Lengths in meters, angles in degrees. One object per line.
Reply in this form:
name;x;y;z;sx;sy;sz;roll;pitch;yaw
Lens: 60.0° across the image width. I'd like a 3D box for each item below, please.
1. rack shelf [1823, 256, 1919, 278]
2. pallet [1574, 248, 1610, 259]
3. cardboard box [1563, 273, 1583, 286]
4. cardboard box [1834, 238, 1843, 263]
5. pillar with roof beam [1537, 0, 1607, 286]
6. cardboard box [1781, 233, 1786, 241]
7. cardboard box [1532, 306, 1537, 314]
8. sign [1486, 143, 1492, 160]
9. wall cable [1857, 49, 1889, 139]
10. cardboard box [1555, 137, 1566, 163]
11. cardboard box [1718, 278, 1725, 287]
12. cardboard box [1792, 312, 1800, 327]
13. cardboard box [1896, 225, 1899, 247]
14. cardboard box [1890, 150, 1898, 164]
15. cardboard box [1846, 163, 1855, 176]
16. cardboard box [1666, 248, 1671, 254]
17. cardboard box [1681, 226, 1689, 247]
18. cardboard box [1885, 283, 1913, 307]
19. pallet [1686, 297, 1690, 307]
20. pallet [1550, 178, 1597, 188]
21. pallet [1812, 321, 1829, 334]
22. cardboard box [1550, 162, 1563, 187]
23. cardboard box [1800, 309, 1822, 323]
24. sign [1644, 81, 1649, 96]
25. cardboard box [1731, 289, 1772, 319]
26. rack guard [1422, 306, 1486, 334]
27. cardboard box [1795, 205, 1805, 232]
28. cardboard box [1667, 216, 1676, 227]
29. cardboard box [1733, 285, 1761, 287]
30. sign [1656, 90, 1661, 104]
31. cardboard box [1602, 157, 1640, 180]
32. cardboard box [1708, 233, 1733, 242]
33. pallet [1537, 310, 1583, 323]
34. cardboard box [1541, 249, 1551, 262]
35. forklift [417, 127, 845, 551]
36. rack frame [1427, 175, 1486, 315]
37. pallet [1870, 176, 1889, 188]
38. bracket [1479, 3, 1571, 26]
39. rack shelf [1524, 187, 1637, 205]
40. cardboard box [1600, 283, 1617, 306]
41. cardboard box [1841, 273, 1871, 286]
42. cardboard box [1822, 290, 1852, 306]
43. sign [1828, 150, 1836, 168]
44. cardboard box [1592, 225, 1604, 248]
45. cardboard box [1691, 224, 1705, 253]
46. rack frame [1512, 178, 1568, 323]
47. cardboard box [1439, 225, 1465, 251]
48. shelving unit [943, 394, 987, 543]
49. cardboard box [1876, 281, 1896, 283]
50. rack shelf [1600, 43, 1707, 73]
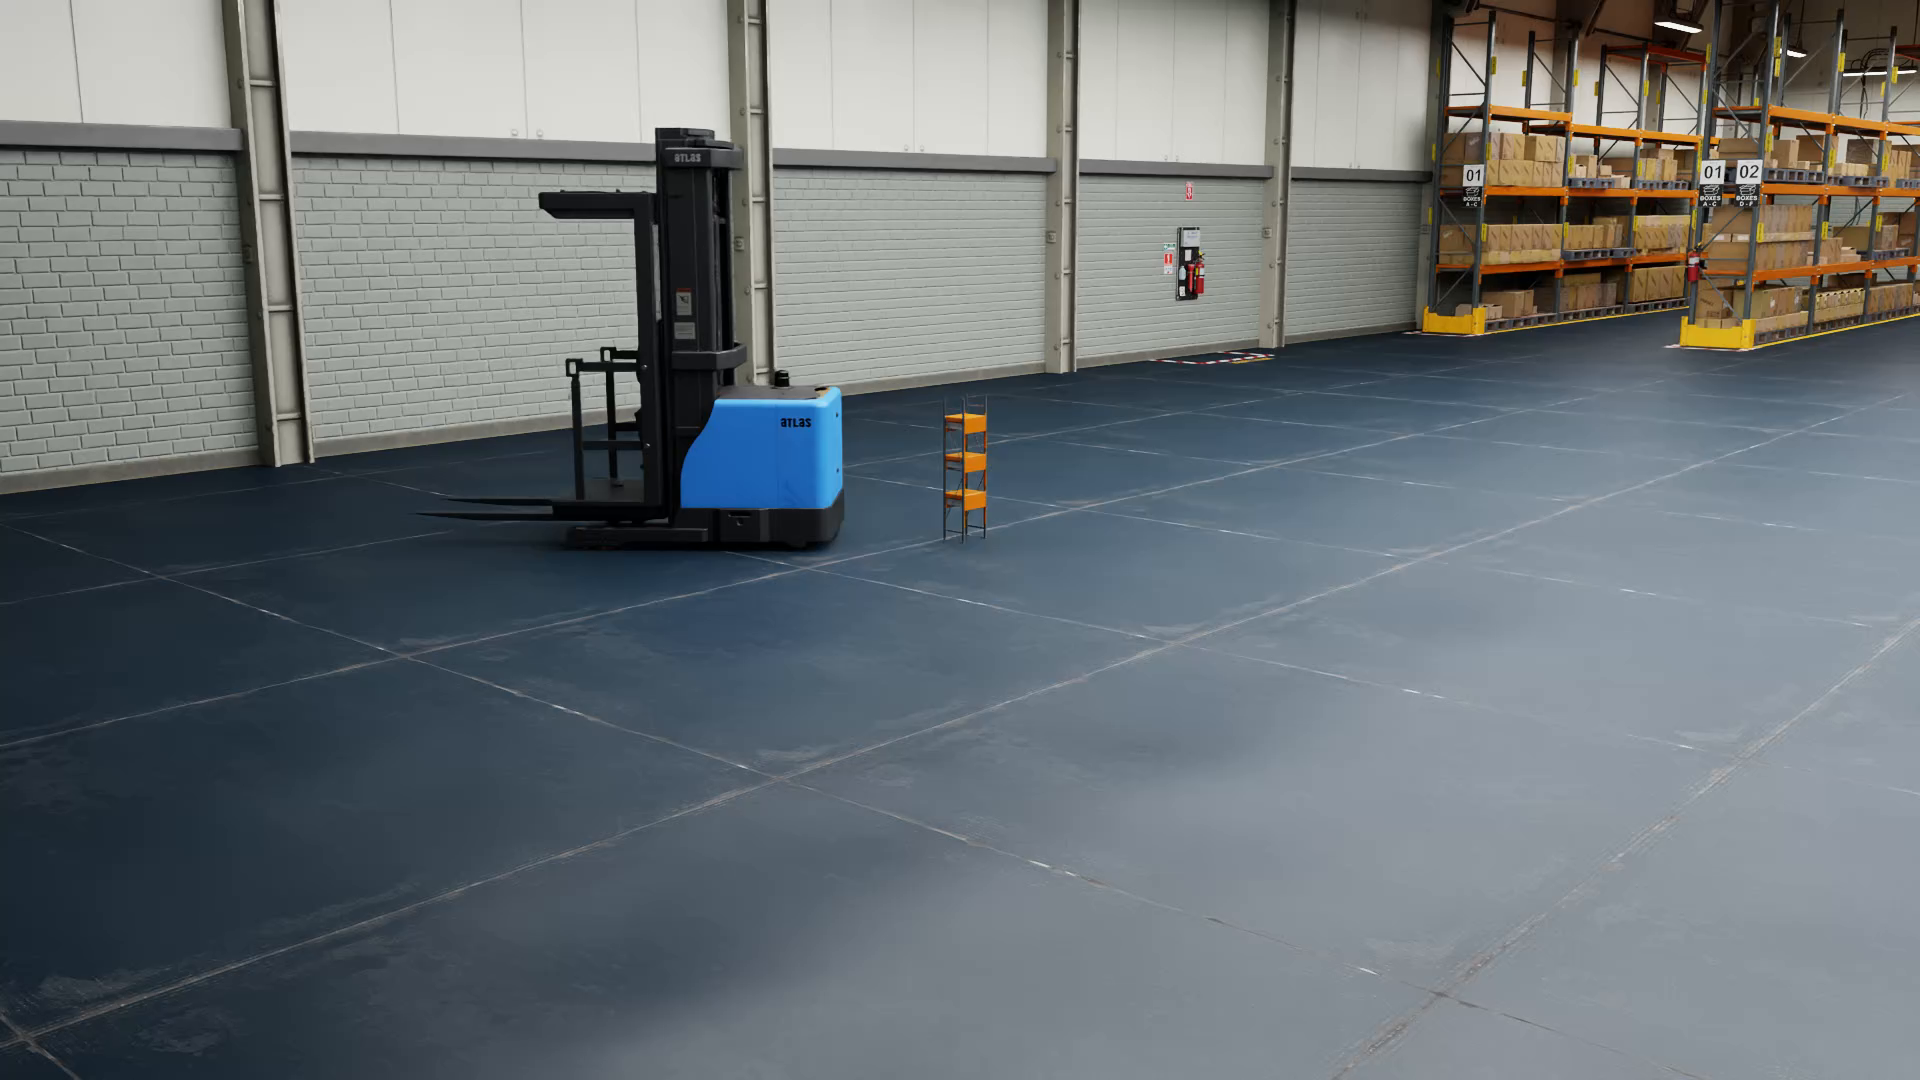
rack shelf;19.924;-6.002;36.440;1.077;0.370;4.000;10;15;40
pallet;13.605;-6.310;36.635;1.003;0.211;1.213;10;15;40
cardboard box;13.342;-5.722;36.548;0.500;0.250;0.500;9;15;39
cardboard box;17.509;-5.861;33.640;0.500;0.500;0.500;9;14;37
pillar with roof beam;16.607;-9.006;34.329;9.100;9.000;0.548;10;15;40
cardboard box;14.759;-5.507;30.212;0.380;0.149;0.250;10;15;41
cardboard box;11.910;-4.856;34.975;0.380;0.166;0.250;7;14;33
sign;10.008;-7.353;31.477;0.100;0.325;0.005;10;15;40
wall cable;26.196;-12.210;45.399;3.097;2.526;0.112;10;15;40
cardboard box;12.113;-8.023;34.206;0.500;0.500;0.500;8;14;36
cardboard box;19.444;-6.668;43.248;0.700;0.500;0.500;10;15;40
cardboard box;15.484;-4.161;31.333;0.500;0.250;0.500;10;15;40
cardboard box;20.764;-6.863;37.588;0.700;0.500;0.500;4;12;21
cardboard box;19.978;-8.163;36.181;0.600;0.600;0.600;9;14;38
cardboard box;17.628;-7.428;33.394;0.500;0.250;0.500;9;15;39
cardboard box;16.816;-6.943;39.905;0.380;0.149;0.250;10;15;40
cardboard box;17.406;-7.393;40.503;0.500;0.500;0.500;9;15;39
cardboard box;21.134;-5.529;37.496;0.500;0.500;0.500;10;15;40
pallet;18.082;-6.023;41.830;1.003;0.211;1.213;10;15;40
pallet;12.728;-7.568;35.265;1.213;0.211;1.003;10;15;40
pallet;16.421;-4.218;32.791;1.003;0.211;1.213;10;15;40
cardboard box;12.091;-7.535;34.315;0.500;0.500;0.500;10;15;42
cardboard box;16.416;-4.357;32.315;0.500;0.250;0.500;9;15;39
sign;15.295;-10.071;37.070;0.100;0.325;0.005;10;15;40
cardboard box;14.173;-4.233;29.779;0.500;0.500;0.500;10;15;40
rack guard;9.650;-4.309;32.508;1.175;0.500;0.348;10;15;40
cardboard box;15.343;-6.017;31.109;0.700;0.500;0.500;10;15;40
cardboard box;16.724;-7.611;39.677;0.500;0.250;0.500;10;15;41
cardboard box;14.763;-4.523;31.229;0.500;0.500;0.500;10;15;40
sign;17.121;-10.842;40.730;0.100;0.325;0.005;10;15;40
cardboard box;15.152;-8.514;38.142;0.700;0.500;0.500;8;14;36
cardboard box;13.432;-5.332;29.335;0.380;0.149;0.250;9;15;39
pallet;12.753;-4.859;36.002;1.003;0.211;1.213;10;15;40
cardboard box;11.820;-5.867;34.260;0.500;0.250;0.500;10;15;41
forklift;-2.410;-1.465;12.064;3.031;2.935;1.130;0;11;2
rack frame;9.600;-5.524;32.208;1.000;3.000;0.127;10;15;40
pallet;18.223;-7.328;34.064;1.213;0.211;1.003;11;16;43
bracket;11.654;-10.840;34.317;0.076;0.066;4.783;10;15;40
rack shelf;13.561;-7.524;36.404;1.077;0.370;4.000;10;15;40
cardboard box;14.445;-5.578;37.738;0.700;0.500;0.500;10;15;41
cardboard box;19.752;-5.746;36.666;0.500;0.250;0.500;9;15;39
cardboard box;17.770;-4.933;33.768;0.500;0.311;0.500;10;15;40
sign;16.382;-7.164;31.240;0.100;0.325;0.005;10;15;40
cardboard box;13.772;-6.709;36.763;0.700;0.500;0.500;10;15;40
cardboard box;17.892;-7.514;41.407;0.980;0.700;0.700;10;15;41
rack frame;12.240;-6.112;35.154;1.000;3.000;0.127;10;15;40
cardboard box;9.751;-5.924;32.632;0.500;0.500;0.500;10;15;40
shelving unit;0.035;-0.523;12.148;0.215;1.050;0.252;10;15;40
cardboard box;21.408;-5.760;38.648;0.500;0.500;0.500;10;15;40
rack shelf;16.201;-11.214;38.731;1.077;0.370;4.000;10;15;40
